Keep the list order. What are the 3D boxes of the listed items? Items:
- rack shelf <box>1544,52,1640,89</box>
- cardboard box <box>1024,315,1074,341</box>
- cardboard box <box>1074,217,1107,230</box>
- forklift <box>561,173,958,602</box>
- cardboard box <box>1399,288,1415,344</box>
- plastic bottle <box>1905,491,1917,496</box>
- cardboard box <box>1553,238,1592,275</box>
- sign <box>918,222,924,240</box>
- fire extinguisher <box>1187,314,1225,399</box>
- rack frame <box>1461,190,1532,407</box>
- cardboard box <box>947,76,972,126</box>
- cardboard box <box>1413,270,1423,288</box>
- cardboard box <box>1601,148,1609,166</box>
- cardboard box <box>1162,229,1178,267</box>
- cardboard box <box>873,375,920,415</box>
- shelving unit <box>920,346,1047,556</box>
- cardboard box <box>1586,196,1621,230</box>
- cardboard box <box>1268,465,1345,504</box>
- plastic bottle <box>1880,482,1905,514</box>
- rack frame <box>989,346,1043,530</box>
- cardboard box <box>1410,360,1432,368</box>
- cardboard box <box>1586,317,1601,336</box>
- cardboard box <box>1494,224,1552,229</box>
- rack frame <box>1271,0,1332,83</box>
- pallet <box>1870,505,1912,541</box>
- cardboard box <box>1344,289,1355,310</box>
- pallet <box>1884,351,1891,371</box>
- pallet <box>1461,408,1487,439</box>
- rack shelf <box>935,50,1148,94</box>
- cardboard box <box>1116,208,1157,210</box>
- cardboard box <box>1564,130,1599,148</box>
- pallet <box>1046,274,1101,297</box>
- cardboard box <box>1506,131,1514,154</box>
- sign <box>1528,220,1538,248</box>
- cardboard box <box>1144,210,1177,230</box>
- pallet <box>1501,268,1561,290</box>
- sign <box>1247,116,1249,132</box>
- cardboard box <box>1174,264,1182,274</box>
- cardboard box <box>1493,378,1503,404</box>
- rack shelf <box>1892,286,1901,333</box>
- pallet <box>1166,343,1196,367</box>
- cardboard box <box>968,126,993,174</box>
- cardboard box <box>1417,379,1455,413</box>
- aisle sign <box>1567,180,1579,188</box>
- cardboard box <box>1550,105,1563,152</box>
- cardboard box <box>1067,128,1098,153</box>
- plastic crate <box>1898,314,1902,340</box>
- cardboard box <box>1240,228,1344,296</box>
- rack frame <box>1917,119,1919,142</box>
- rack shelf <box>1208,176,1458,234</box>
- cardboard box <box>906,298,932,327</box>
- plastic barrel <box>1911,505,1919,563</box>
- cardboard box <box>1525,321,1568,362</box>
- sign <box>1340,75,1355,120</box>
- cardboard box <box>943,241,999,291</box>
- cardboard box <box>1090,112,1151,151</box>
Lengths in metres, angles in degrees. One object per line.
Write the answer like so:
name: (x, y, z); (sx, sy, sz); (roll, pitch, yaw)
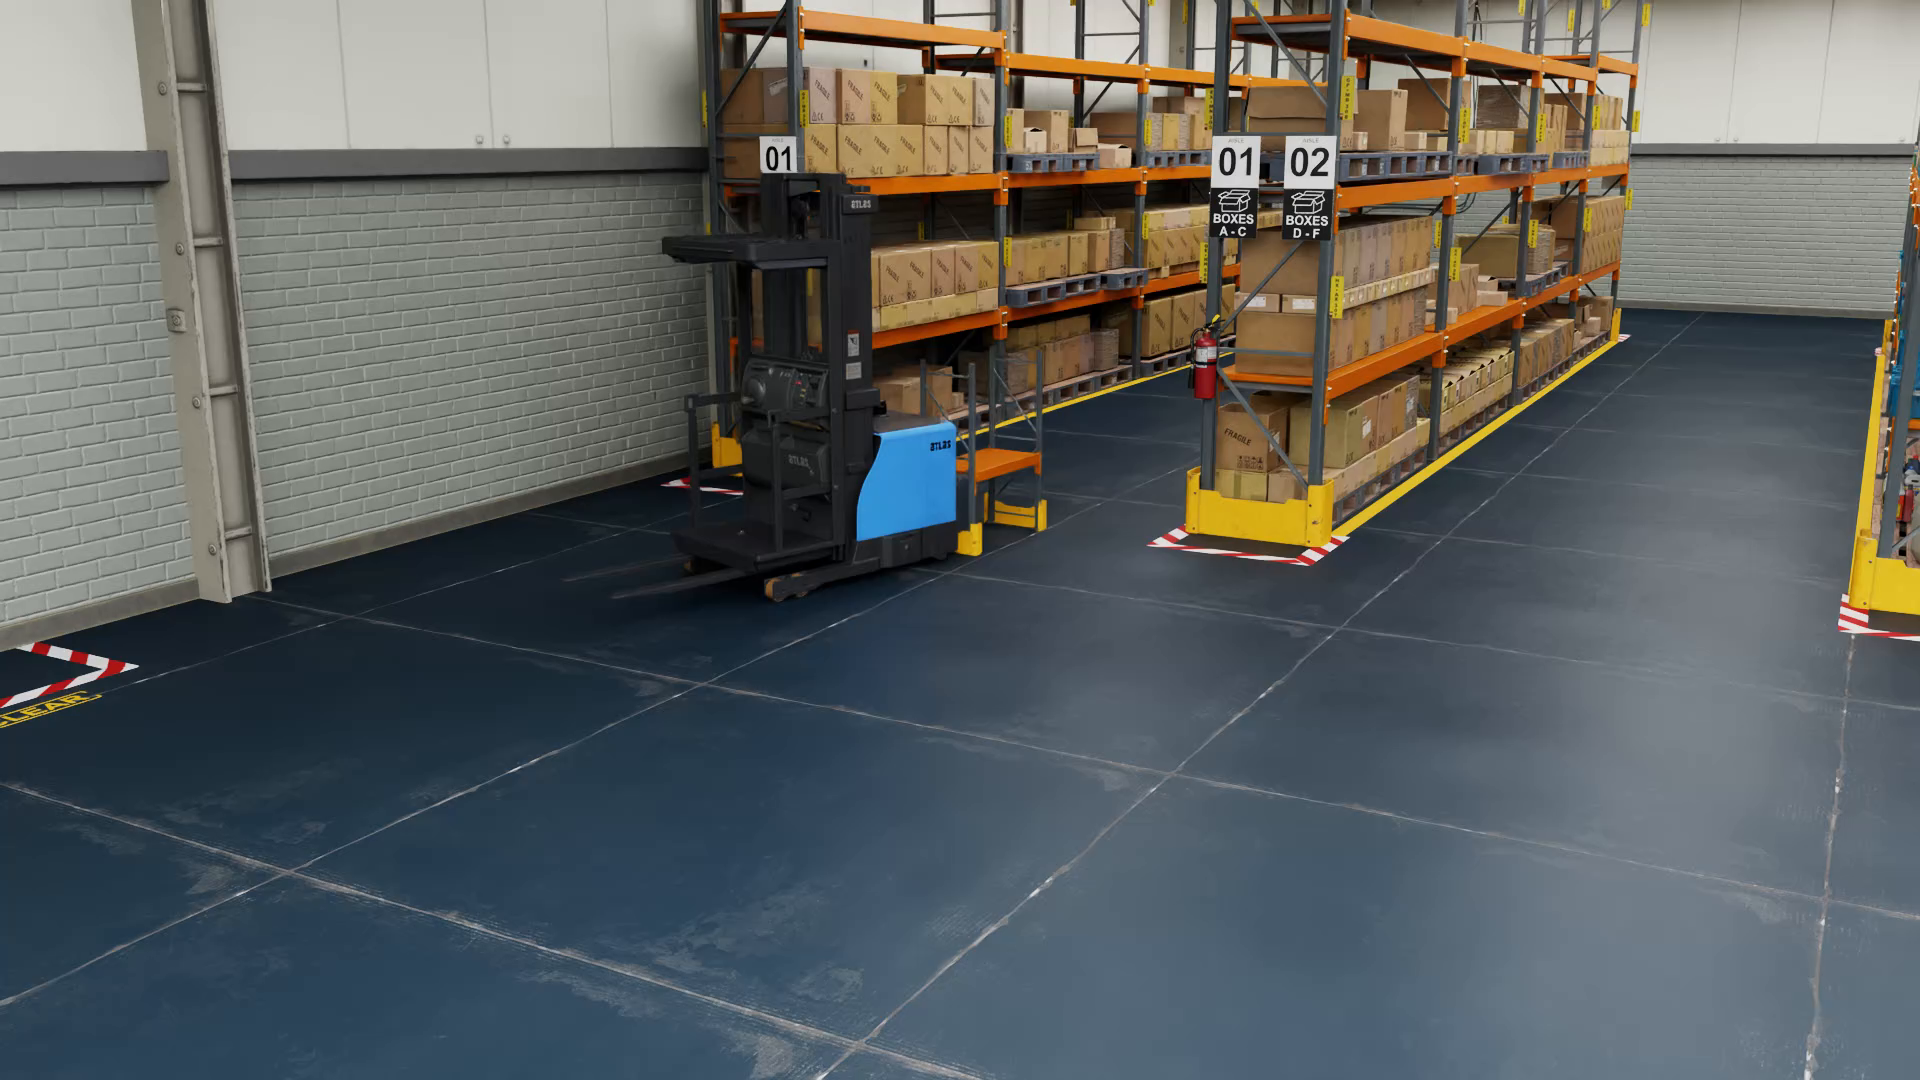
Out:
rack shelf: (9.226, -6.937, 24.650); (1.077, 0.370, 4.000); (7, 15, 28)
cardboard box: (1.110, -2.695, 21.108); (0.500, 0.250, 0.500); (7, 15, 28)
cardboard box: (1.704, -4.138, 21.760); (0.380, 0.149, 0.250); (5, 14, 19)
forklift: (-1.429, -1.126, 11.951); (3.031, 2.935, 1.130); (-13, 18, -42)
cardboard box: (3.933, -2.168, 15.914); (0.700, 0.500, 0.500); (7, 15, 27)
plastic bottle: (7.712, -0.325, 13.512); (0.097, 0.201, 0.097); (0, 14, 0)
cardboard box: (8.744, -4.084, 23.861); (0.500, 0.500, 0.500); (8, 16, 30)
sign: (-0.434, -3.506, 19.205); (0.100, 0.325, 0.005); (7, 15, 28)
fire extinguisher: (1.994, -1.491, 13.481); (0.296, 0.674, 0.183); (7, 15, 28)
rack frame: (6.325, -3.141, 20.163); (1.000, 3.000, 0.127); (7, 15, 28)
cardboard box: (-0.209, -4.636, 17.573); (0.500, 0.500, 0.500); (8, 16, 31)
cardboard box: (4.202, -2.500, 15.905); (0.380, 0.149, 0.250); (7, 15, 26)
cardboard box: (9.199, -5.623, 24.379); (0.500, 0.250, 0.500); (7, 15, 28)
cardboard box: (2.707, -4.082, 23.173); (0.500, 0.500, 0.500); (8, 16, 30)
cardboard box: (-0.793, -1.453, 17.553); (0.700, 0.500, 0.500); (6, 15, 25)
shelving unit: (0.187, -0.749, 13.440); (0.587, 1.500, 1.083); (9, 16, 32)
cardboard box: (9.974, -5.091, 25.903); (0.500, 0.500, 0.500); (8, 16, 30)
cardboard box: (2.912, -0.452, 13.979); (0.500, 0.250, 0.500); (7, 15, 28)
plastic bottle: (7.509, -0.331, 13.380); (0.152, 0.276, 0.135); (7, 15, 26)
rack frame: (0.462, -0.847, 13.846); (0.500, 1.500, 0.032); (9, 16, 32)
cardboard box: (5.072, -1.888, 18.740); (0.500, 0.311, 0.500); (7, 15, 27)
cardboard box: (9.660, -3.329, 25.868); (0.500, 0.250, 0.500); (7, 15, 28)
cardboard box: (7.834, -4.143, 23.208); (0.700, 0.500, 0.500); (2, 14, 9)
rack frame: (5.854, -8.259, 28.592); (1.000, 3.000, 0.127); (7, 15, 28)
pallet: (7.776, -0.019, 13.160); (1.003, 0.211, 1.213); (7, 15, 28)
cardboard box: (3.083, -2.025, 13.937); (0.380, 0.149, 0.250); (7, 15, 28)
pallet: (13.503, -2.451, 23.249); (1.003, 0.211, 1.213); (7, 15, 28)
pallet: (5.302, -1.372, 18.773); (1.003, 0.211, 1.213); (7, 15, 28)
rack shelf: (1.020, -5.664, 20.213); (1.077, 0.370, 4.000); (7, 15, 28)
cardboard box: (2.483, -4.602, 23.733); (0.500, 0.250, 0.500); (7, 15, 27)
cardboard box: (8.711, -5.662, 23.471); (0.500, 0.250, 0.500); (7, 15, 28)
pallet: (1.066, -3.198, 20.806); (1.003, 0.211, 1.213); (7, 15, 28)
cardboard box: (6.155, -4.631, 19.367); (0.500, 0.250, 0.500); (6, 15, 24)
sign: (6.813, -3.642, 19.769); (0.100, 0.325, 0.005); (7, 15, 28)
cardboard box: (2.691, -4.443, 23.074); (0.500, 0.250, 0.500); (7, 15, 27)
pallet: (7.261, -3.447, 21.842); (1.003, 0.211, 1.213); (7, 15, 28)
sign: (4.400, -6.325, 25.196); (0.100, 0.325, 0.005); (7, 15, 28)
cardboard box: (2.946, -3.898, 23.794); (0.380, 0.149, 0.250); (8, 16, 29)
cardboard box: (6.038, -1.767, 19.433); (0.500, 0.250, 0.500); (7, 15, 27)
rack shelf: (11.626, -2.640, 19.618); (1.077, 0.370, 4.000); (7, 15, 28)
pallet: (3.025, -2.749, 24.484); (1.003, 0.211, 1.213); (7, 15, 28)
cardboard box: (0.024, -4.265, 18.170); (0.500, 0.500, 0.500); (8, 16, 30)
cardboard box: (4.809, -1.517, 17.201); (0.500, 0.311, 0.500); (7, 15, 28)
aisle sign: (9.968, -6.093, 26.862); (0.394, 0.787, 0.004); (7, 15, 28)
cardboard box: (7.648, -5.487, 22.169); (0.600, 0.600, 0.600); (7, 15, 27)
cardboard box: (1.279, -4.964, 21.062); (0.797, 0.503, 0.637); (10, 17, 36)
plastic crate: (9.320, -2.045, 16.067); (0.450, 0.188, 0.662); (7, 15, 28)
cardboard box: (2.720, -2.284, 13.627); (0.700, 0.500, 0.500); (7, 15, 28)
rack frame: (14.527, -7.137, 23.936); (1.000, 3.000, 0.127); (7, 15, 28)
rack shelf: (3.425, -3.019, 14.789); (1.077, 0.370, 4.000); (7, 15, 28)
cardboard box: (-0.630, -2.377, 17.269); (0.500, 0.250, 0.500); (8, 15, 29)
plastic barrel: (7.043, -0.076, 11.862); (0.421, 0.512, 0.421); (0, 14, 0)
cardboard box: (8.025, -2.726, 22.837); (0.500, 0.500, 0.500); (7, 15, 28)
sign: (2.941, -3.357, 12.625); (0.100, 0.325, 0.005); (7, 15, 28)
cardboard box: (0.095, -3.050, 18.463); (0.500, 0.500, 0.500); (7, 15, 28)
cardboard box: (2.167, -5.526, 22.504); (0.700, 0.500, 0.500); (6, 15, 24)
